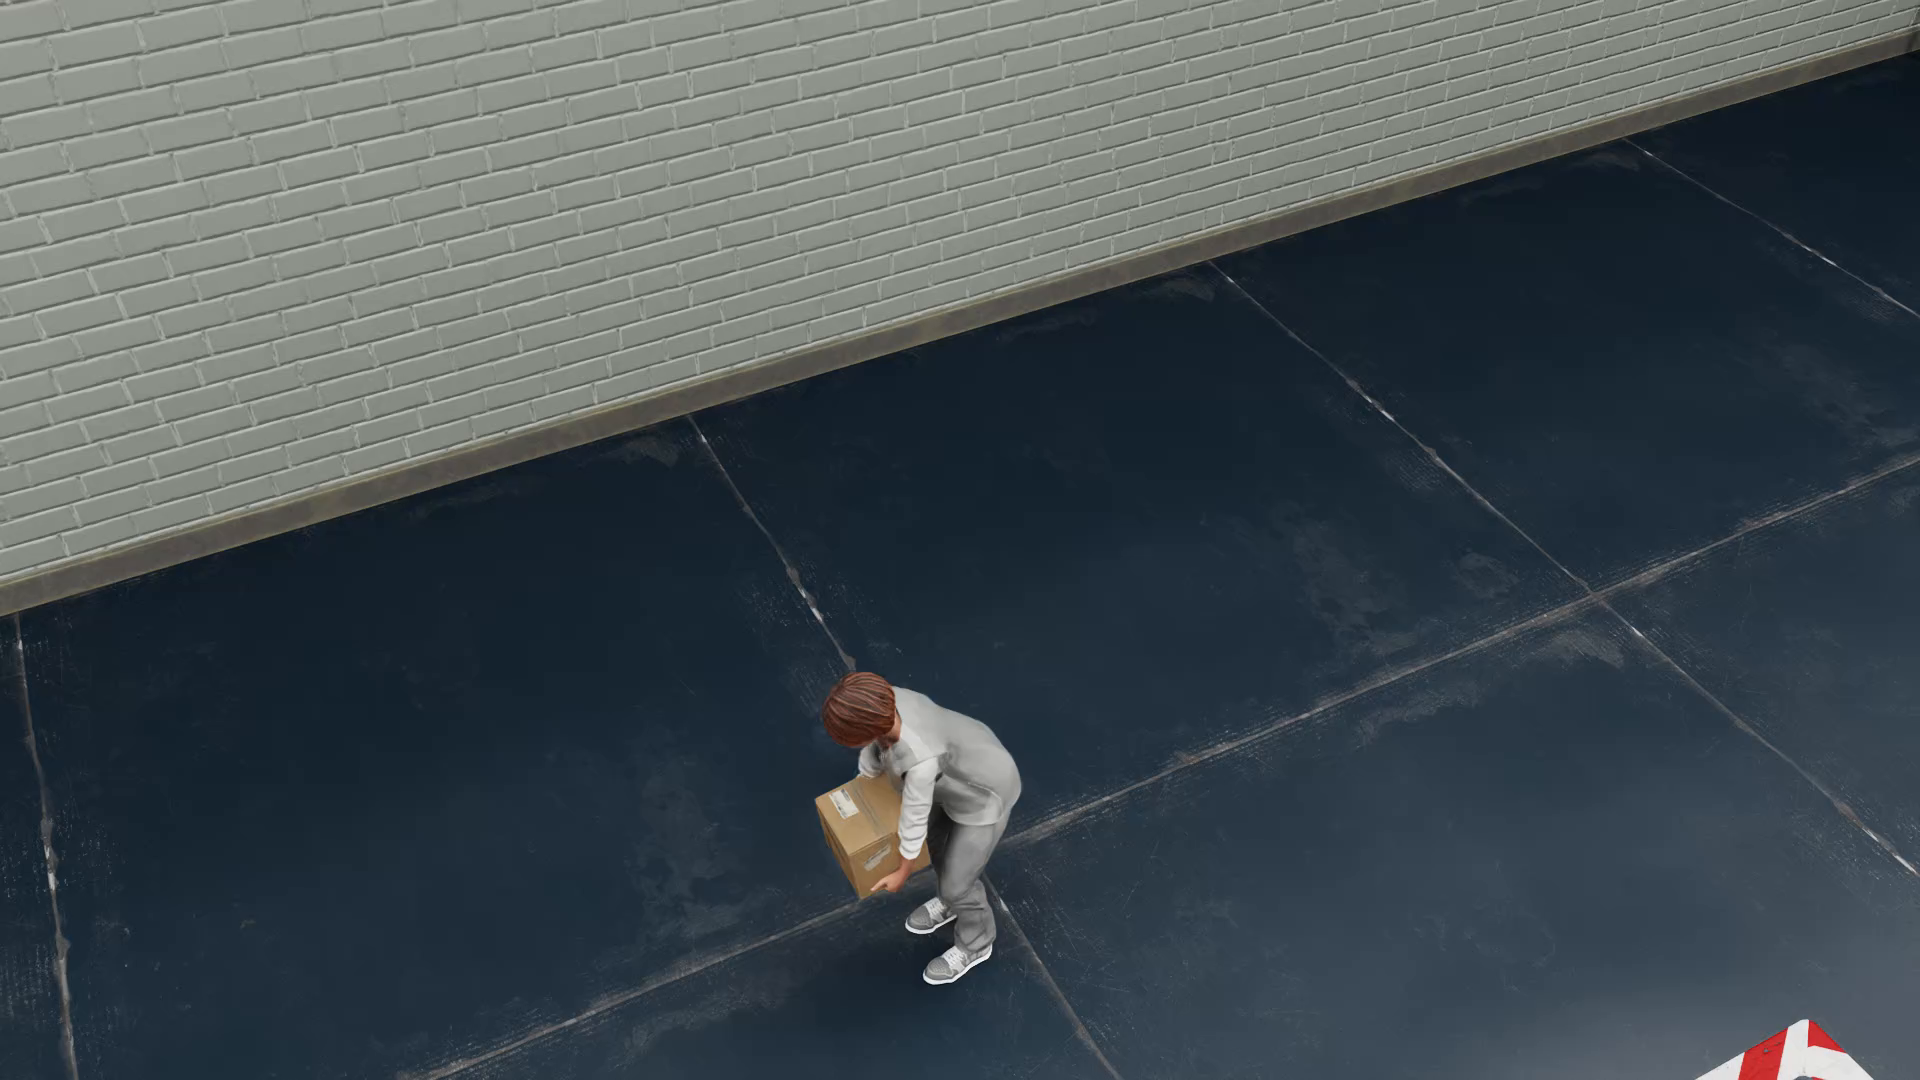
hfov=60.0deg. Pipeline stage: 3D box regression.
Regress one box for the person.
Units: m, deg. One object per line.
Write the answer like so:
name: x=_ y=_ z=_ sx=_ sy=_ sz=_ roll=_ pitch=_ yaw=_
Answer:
person: x=-0.117 y=0.884 z=5.278 sx=0.637 sy=1.472 sz=0.373 roll=-20 pitch=46 yaw=-21
